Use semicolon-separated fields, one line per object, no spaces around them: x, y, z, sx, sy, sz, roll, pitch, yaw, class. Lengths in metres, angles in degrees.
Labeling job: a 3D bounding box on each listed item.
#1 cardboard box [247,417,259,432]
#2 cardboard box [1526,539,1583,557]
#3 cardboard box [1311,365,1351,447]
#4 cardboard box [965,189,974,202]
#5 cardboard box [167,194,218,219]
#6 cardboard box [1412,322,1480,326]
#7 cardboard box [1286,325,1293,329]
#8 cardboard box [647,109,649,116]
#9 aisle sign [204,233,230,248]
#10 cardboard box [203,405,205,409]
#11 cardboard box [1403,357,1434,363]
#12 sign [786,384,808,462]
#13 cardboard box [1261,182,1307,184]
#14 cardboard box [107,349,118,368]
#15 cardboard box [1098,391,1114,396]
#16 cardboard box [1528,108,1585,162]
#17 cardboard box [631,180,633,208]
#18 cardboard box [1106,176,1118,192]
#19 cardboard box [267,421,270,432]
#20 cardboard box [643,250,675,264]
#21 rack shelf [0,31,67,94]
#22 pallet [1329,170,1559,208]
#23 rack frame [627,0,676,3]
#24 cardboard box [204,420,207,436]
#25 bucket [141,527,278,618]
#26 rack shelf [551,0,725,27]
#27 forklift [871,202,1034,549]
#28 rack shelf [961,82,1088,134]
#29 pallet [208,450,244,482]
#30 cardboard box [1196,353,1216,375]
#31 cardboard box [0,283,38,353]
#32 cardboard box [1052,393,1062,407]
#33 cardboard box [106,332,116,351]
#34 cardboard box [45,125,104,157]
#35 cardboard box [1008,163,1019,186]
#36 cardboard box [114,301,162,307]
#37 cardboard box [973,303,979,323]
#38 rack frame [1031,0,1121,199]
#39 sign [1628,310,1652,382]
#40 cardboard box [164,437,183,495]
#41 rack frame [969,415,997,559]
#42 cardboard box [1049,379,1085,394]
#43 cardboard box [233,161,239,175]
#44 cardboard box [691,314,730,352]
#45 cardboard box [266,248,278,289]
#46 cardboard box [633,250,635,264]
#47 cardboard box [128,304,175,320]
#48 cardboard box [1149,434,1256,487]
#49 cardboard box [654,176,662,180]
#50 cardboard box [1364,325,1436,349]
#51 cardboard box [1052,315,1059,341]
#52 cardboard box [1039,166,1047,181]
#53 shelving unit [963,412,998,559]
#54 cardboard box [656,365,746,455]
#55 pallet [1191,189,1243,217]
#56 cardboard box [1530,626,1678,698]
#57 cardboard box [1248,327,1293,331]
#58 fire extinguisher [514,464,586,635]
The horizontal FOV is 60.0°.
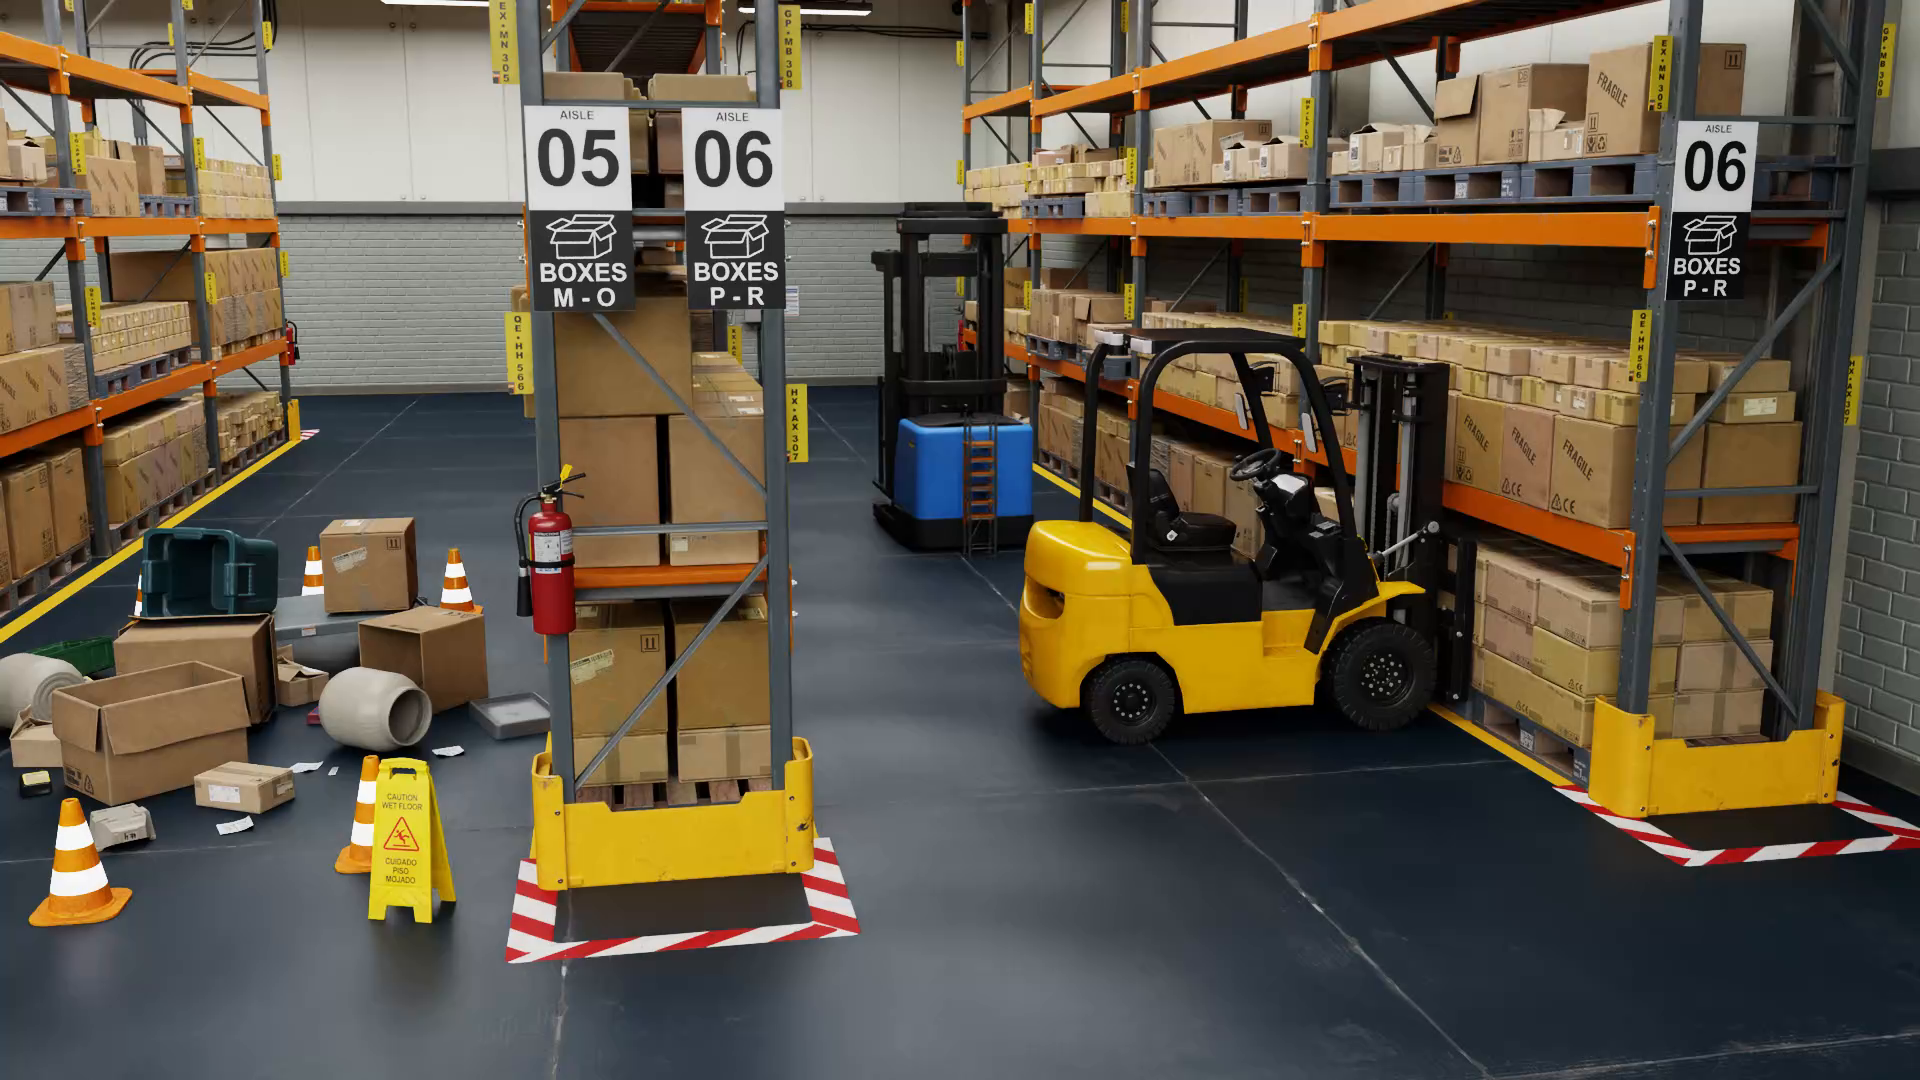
-8.452;-1.354;19.496;0.380;0.149;0.250;-2;11;-10;cardboard box
3.557;0.153;9.424;0.500;0.250;0.500;-2;11;-11;cardboard box
2.705;-0.913;11.204;0.500;0.500;0.500;-2;11;-13;cardboard box
0.359;-4.610;22.480;0.500;0.250;0.500;-2;11;-12;cardboard box
-8.217;-3.537;17.634;0.500;0.250;0.500;-2;11;-8;cardboard box
3.241;-1.374;11.093;0.380;0.149;0.250;-2;11;-13;cardboard box
2.820;-1.631;13.239;0.380;0.149;0.250;-2;11;-11;cardboard box
-2.231;-2.727;10.920;0.500;0.250;0.500;-2;11;-10;cardboard box
-9.472;-4.055;21.028;0.394;0.787;0.004;-2;11;-11;aisle sign
-8.977;-1.482;19.372;0.380;0.149;0.250;-2;11;-11;cardboard box
2.899;-1.019;10.024;0.380;0.149;0.250;-2;11;-13;cardboard box
-0.683;-0.485;6.907;0.100;0.325;0.005;-2;11;-11;sign
2.586;-2.915;13.200;0.380;0.166;0.250;-2;11;-11;cardboard box
-7.601;-1.580;14.522;0.380;0.149;0.250;-2;11;-8;cardboard box
1.729;-1.614;18.981;0.380;0.149;0.250;-2;11;-11;cardboard box
3.144;-2.072;8.504;0.396;0.266;0.258;-2;11;-11;cardboard box
-1.658;-1.540;7.413;0.380;0.149;0.250;-2;11;-9;cardboard box
1.643;-3.482;16.279;0.380;0.149;0.250;-2;11;-11;cardboard box
-8.740;-1.398;20.519;0.380;0.149;0.250;-2;11;-11;cardboard box
-3.356;-3.167;18.637;0.380;0.149;0.250;-2;11;-12;cardboard box
-7.218;-3.339;11.166;1.077;0.370;4.000;-2;11;-11;rack shelf
3.066;-2.229;10.601;1.003;0.211;1.213;-2;11;-11;pallet
-3.550;-5.188;17.886;1.000;3.000;0.127;-2;11;-11;rack frame
-8.249;-1.211;17.947;0.380;0.149;0.250;-2;11;-9;cardboard box
-4.542;0.227;10.169;0.726;0.611;0.620;2;1;9;bucket
-1.605;-2.999;8.318;1.077;0.370;4.000;-2;11;-11;rack shelf
-0.197;-1.599;15.258;1.130;2.935;3.031;-2;11;-13;forklift
0.930;-5.381;20.833;1.077;0.370;4.000;-2;11;-11;rack shelf
-8.551;-0.794;18.305;1.003;0.211;1.213;-2;11;-11;pallet
2.248;-1.489;13.560;0.500;0.250;0.500;-2;11;-10;cardboard box
-7.430;-1.674;12.525;0.700;0.500;0.500;-2;11;-12;cardboard box
1.257;-1.596;18.884;0.380;0.149;0.250;-2;11;-13;cardboard box
-7.614;-1.732;14.528;0.380;0.149;0.250;-2;11;-13;cardboard box
-7.516;-3.386;14.128;0.396;0.266;0.258;-2;11;-11;cardboard box
0.877;-4.390;19.986;0.500;0.250;0.500;-2;11;-12;cardboard box
-8.757;-2.316;17.779;0.500;0.500;0.500;-2;11;-11;cardboard box
0.463;-3.043;22.265;0.500;0.250;0.500;-2;11;-10;cardboard box
1.319;-5.369;18.838;1.000;3.000;0.127;-2;11;-11;rack frame
3.118;-0.889;7.615;0.100;0.325;0.005;-2;11;-11;sign
-7.799;-0.706;15.944;0.500;0.500;0.500;-2;11;-12;cardboard box
0.189;-0.438;13.787;0.240;1.200;0.006;-2;11;-13;rack frame
1.225;-1.744;18.867;0.380;0.149;0.250;-3;11;-14;cardboard box
-8.533;-4.284;19.157;0.380;0.149;0.250;-2;11;-13;cardboard box
-1.804;-1.272;11.168;0.500;0.500;0.500;-2;11;-10;cardboard box
-8.830;-3.387;20.734;0.500;0.500;0.500;-2;11;-12;cardboard box
-3.866;-3.197;18.795;0.380;0.149;0.250;-2;11;-10;cardboard box
-8.014;-2.254;16.475;0.380;0.149;0.250;-2;11;-13;cardboard box
2.204;-0.613;15.124;0.875;0.625;0.625;-2;11;-9;cardboard box
-1.141;-1.781;7.612;0.500;0.250;0.500;-2;11;-12;cardboard box
2.843;-1.308;10.750;0.380;0.149;0.250;-2;11;-12;cardboard box
1.212;-2.294;17.960;0.396;0.266;0.258;-2;11;-8;cardboard box
1.076;-4.009;18.198;0.380;0.149;0.250;-2;11;-12;cardboard box
0.168;-0.454;13.874;0.258;1.200;0.189;-2;11;-13;shelving unit
-1.451;-0.707;9.327;0.500;0.500;0.500;-2;11;-9;cardboard box
2.537;-2.743;13.568;1.003;0.211;1.213;-2;11;-8;pallet
3.251;0.600;8.416;0.500;0.250;0.500;-2;11;-12;cardboard box
2.356;-1.564;12.891;0.380;0.149;0.250;-2;11;-12;cardboard box
-1.645;0.036;6.693;0.296;0.674;0.183;-2;11;-11;fire extinguisher
